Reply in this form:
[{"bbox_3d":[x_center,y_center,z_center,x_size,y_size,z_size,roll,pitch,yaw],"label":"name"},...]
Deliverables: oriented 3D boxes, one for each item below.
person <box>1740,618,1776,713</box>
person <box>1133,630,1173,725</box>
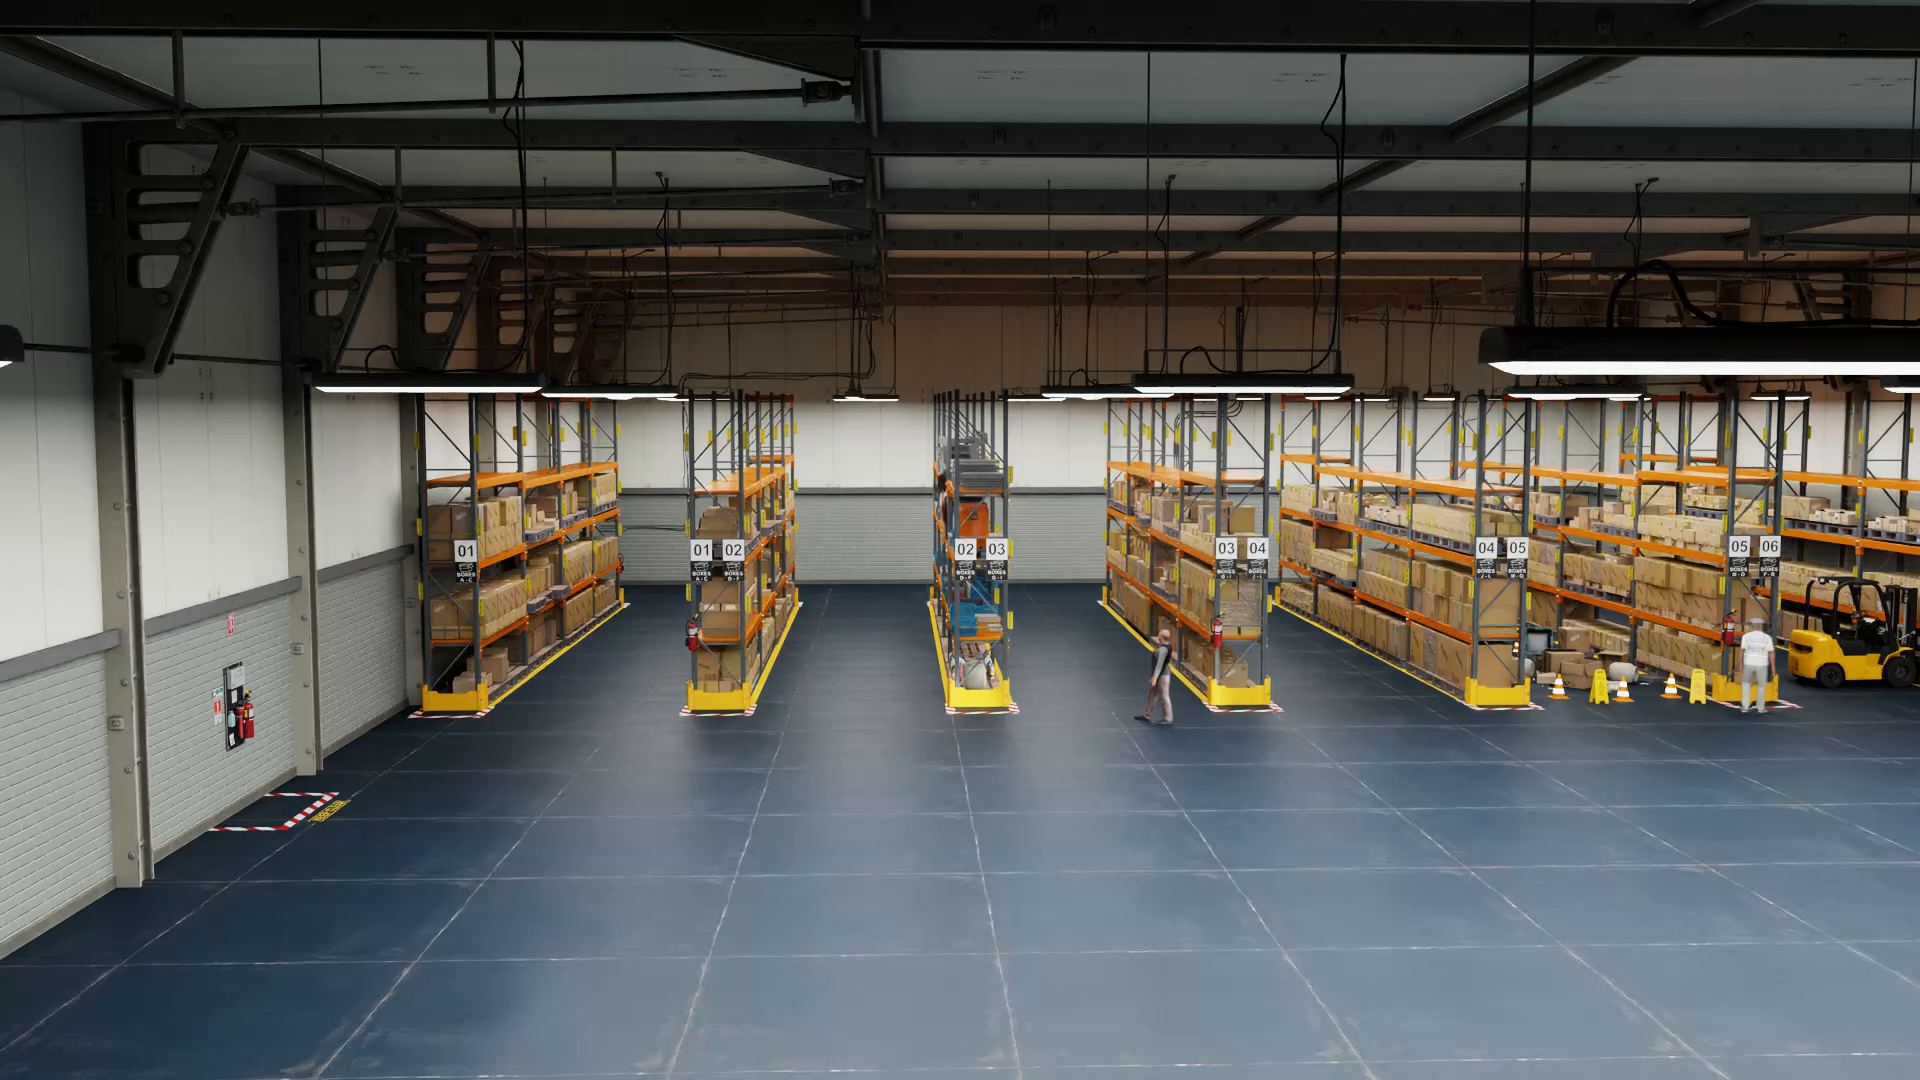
[{"bbox_3d":[14.800,2.378,30.850,0.601,1.843,0.438,3,6,34],"label":"person"},{"bbox_3d":[3.476,2.447,29.742,0.655,1.713,0.570,0,5,-5],"label":"person"}]
